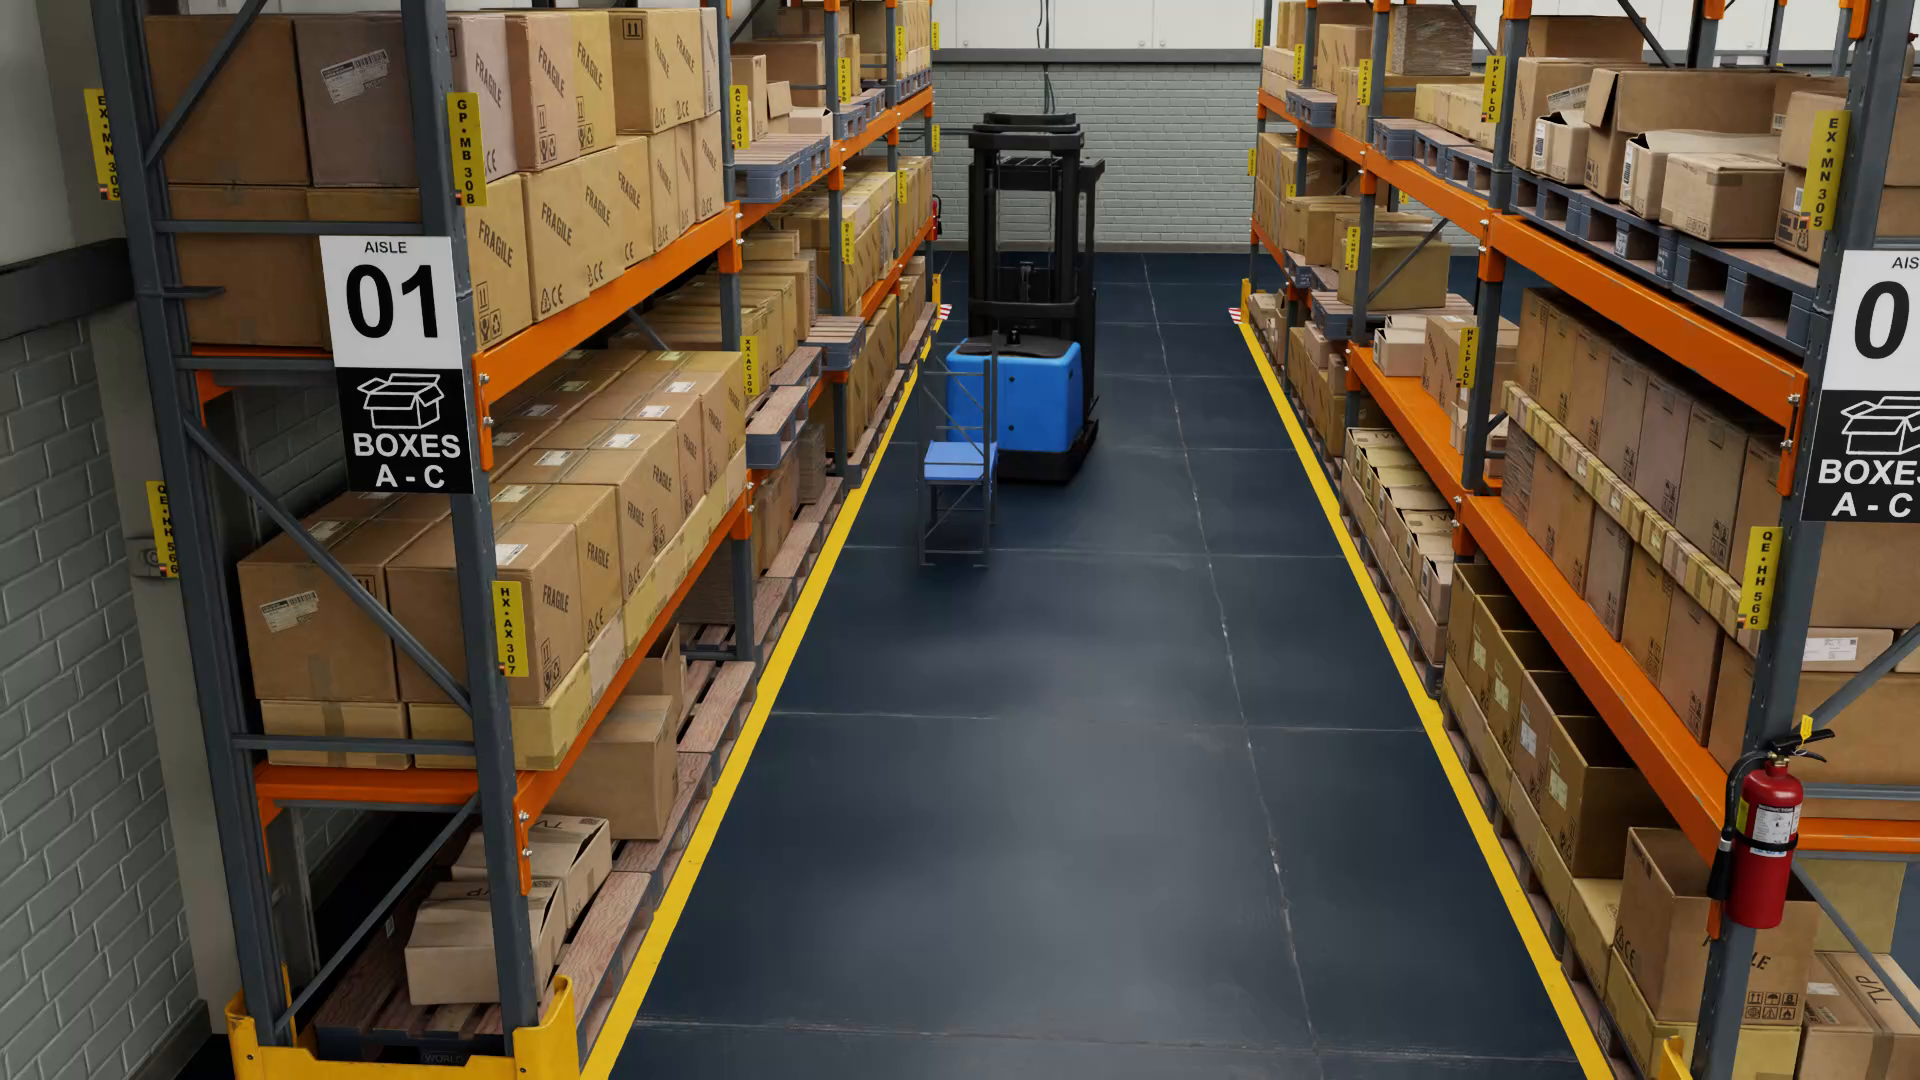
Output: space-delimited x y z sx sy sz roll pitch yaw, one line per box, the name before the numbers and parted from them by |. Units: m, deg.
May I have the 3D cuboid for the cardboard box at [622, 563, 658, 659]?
cardboard box | -1.571 0.284 6.948 0.500 0.250 0.500 1 18 3

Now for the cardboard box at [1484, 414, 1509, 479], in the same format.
cardboard box | 3.231 -0.529 9.462 0.500 0.250 0.500 2 18 7

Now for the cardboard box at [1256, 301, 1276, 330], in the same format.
cardboard box | 3.706 -2.603 19.259 0.500 0.250 0.500 1 18 4

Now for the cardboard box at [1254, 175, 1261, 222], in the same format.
cardboard box | 3.805 -4.089 19.925 0.500 0.500 0.500 2 18 5

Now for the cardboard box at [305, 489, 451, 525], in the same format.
cardboard box | -2.121 0.084 6.353 0.500 0.500 0.500 2 18 5

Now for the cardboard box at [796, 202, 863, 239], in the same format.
cardboard box | -1.087 -2.655 13.835 0.500 0.250 0.500 1 18 3

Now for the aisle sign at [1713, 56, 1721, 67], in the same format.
aisle sign | 8.749 -5.326 19.686 0.394 0.787 0.004 1 18 4

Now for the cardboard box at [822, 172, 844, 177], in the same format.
cardboard box | -1.421 -3.458 16.286 0.500 0.250 0.500 2 18 6

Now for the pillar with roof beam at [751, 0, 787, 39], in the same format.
pillar with roof beam | 2.353 -6.032 16.381 9.100 9.000 0.400 1 18 4

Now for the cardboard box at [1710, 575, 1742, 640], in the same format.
cardboard box | 2.808 0.236 5.684 0.380 0.149 0.250 2 18 5

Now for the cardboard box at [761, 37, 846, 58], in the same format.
cardboard box | -1.376 -4.123 14.505 0.700 0.500 0.500 1 18 4

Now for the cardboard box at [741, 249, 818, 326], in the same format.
cardboard box | -1.439 -1.909 12.564 0.700 0.500 0.500 -1 18 -3

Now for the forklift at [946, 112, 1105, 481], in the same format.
forklift | 0.665 -2.301 14.737 1.130 2.935 3.031 4 18 11

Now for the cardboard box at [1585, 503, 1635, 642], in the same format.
cardboard box | 3.107 0.123 7.071 0.700 0.500 0.500 2 18 6

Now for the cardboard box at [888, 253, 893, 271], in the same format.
cardboard box | -0.864 -2.741 16.341 0.380 0.149 0.250 2 18 5

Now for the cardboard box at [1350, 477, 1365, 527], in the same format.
cardboard box | 3.161 -0.270 12.170 0.500 0.250 0.500 1 18 2

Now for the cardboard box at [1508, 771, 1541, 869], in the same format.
cardboard box | 2.792 1.263 7.491 0.500 0.250 0.500 1 18 4

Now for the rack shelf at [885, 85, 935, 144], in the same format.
rack shelf | -0.985 -4.745 18.426 1.077 0.370 4.000 1 18 4

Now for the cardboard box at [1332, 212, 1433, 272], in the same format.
cardboard box | 3.748 -2.628 14.792 0.700 0.500 0.500 -3 18 -10

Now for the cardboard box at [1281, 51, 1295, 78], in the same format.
cardboard box | 3.655 -4.991 17.457 0.500 0.250 0.500 1 18 4

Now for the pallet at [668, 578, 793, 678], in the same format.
pallet | -1.647 0.527 10.475 1.003 0.211 1.213 1 18 4

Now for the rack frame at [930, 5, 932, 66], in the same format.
rack frame | -0.841 -7.134 19.743 1.000 3.000 0.127 1 18 4

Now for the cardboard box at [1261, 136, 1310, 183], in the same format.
cardboard box | 3.775 -4.402 19.273 0.500 0.500 0.500 1 18 4

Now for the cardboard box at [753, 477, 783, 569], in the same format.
cardboard box | -1.602 -0.125 11.296 0.700 0.500 0.500 1 18 5

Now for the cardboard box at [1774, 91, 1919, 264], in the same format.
cardboard box | 2.998 -1.123 5.152 0.797 0.503 0.637 3 18 8

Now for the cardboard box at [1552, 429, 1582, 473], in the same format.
cardboard box | 2.955 -0.406 7.643 0.380 0.149 0.250 1 18 2

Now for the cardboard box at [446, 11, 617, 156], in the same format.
cardboard box | -1.607 -1.700 6.177 0.500 0.500 0.500 2 18 5

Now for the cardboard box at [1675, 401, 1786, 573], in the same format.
cardboard box | 3.035 -0.193 5.951 0.700 0.500 0.500 1 18 2

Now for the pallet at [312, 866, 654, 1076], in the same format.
pallet | -1.889 1.736 6.785 1.003 0.211 1.213 1 18 4

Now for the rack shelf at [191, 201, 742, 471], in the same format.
rack shelf | -1.845 -1.019 7.052 1.077 0.370 4.000 1 18 4

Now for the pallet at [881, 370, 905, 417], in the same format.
pallet | -1.108 -1.474 16.583 1.003 0.211 1.213 1 18 4

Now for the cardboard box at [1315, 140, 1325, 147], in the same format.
cardboard box | 4.274 -4.234 18.761 0.500 0.500 0.500 2 18 5

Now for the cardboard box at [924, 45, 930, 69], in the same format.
cardboard box | -0.629 -5.651 19.440 0.500 0.250 0.500 2 18 6

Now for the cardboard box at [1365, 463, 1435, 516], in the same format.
cardboard box | 3.128 -0.371 11.578 0.500 0.311 0.500 1 18 2

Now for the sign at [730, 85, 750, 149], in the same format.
sign | -1.160 -2.217 8.726 0.100 0.325 0.005 1 18 4

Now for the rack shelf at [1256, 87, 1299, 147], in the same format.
rack shelf | 3.956 -4.636 18.092 1.077 0.370 4.000 1 18 4

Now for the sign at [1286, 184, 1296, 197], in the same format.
sign | 3.271 -3.352 16.447 0.100 0.325 0.005 1 18 4

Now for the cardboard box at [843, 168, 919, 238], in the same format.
cardboard box | -0.973 -3.804 18.734 0.980 0.700 0.700 0 18 1

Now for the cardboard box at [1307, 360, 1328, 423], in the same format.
cardboard box | 3.428 -1.330 14.972 0.500 0.500 0.500 1 18 2

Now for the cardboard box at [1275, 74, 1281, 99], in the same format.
cardboard box | 3.697 -4.908 18.008 0.500 0.250 0.500 1 18 4

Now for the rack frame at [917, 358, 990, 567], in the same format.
rack frame | -0.043 -0.528 11.627 0.500 1.500 0.032 1 18 4

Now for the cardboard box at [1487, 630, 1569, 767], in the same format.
cardboard box | 2.823 0.752 7.849 0.500 0.500 0.500 1 18 4

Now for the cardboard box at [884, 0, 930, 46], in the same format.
cardboard box | -0.622 -6.007 19.323 0.500 0.500 0.500 1 18 4

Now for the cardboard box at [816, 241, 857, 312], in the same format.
cardboard box | -1.125 -2.142 13.472 0.500 0.500 0.500 2 18 6

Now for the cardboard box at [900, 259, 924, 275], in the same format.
cardboard box | -0.637 -3.260 19.853 0.380 0.149 0.250 2 18 5

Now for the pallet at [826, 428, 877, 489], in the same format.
pallet | -1.283 -0.716 14.271 1.003 0.211 1.213 1 18 4

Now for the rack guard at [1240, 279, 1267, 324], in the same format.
rack guard | 4.094 -2.962 20.660 1.175 0.500 0.348 1 18 4

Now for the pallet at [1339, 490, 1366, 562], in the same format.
pallet | 3.428 -0.109 12.417 1.003 0.211 1.213 1 18 4

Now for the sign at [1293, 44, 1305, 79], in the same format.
sign | 3.271 -4.612 16.034 0.100 0.325 0.005 1 18 4

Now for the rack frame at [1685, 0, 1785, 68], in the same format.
rack frame | 9.040 -6.913 19.068 1.000 3.000 0.127 1 18 4

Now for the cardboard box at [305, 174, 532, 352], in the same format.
cardboard box | -1.715 -0.895 5.326 0.500 0.500 0.500 2 18 5

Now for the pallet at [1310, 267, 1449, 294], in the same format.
pallet | 3.661 -2.202 14.634 1.003 0.211 1.213 1 18 4

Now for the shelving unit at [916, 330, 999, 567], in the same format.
shelving unit | -0.006 -0.686 12.109 0.538 1.500 1.048 1 18 4

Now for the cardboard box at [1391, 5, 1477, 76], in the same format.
cardboard box | 3.564 -3.772 12.535 0.500 0.500 0.500 1 18 4

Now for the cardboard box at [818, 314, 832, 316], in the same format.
cardboard box | -1.160 -1.786 13.427 0.380 0.149 0.250 1 18 3

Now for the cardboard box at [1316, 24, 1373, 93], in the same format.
cardboard box | 3.704 -4.497 15.516 0.600 0.600 0.600 0 18 -1

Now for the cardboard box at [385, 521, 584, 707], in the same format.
cardboard box | -1.654 0.250 5.847 0.500 0.500 0.500 1 18 4
